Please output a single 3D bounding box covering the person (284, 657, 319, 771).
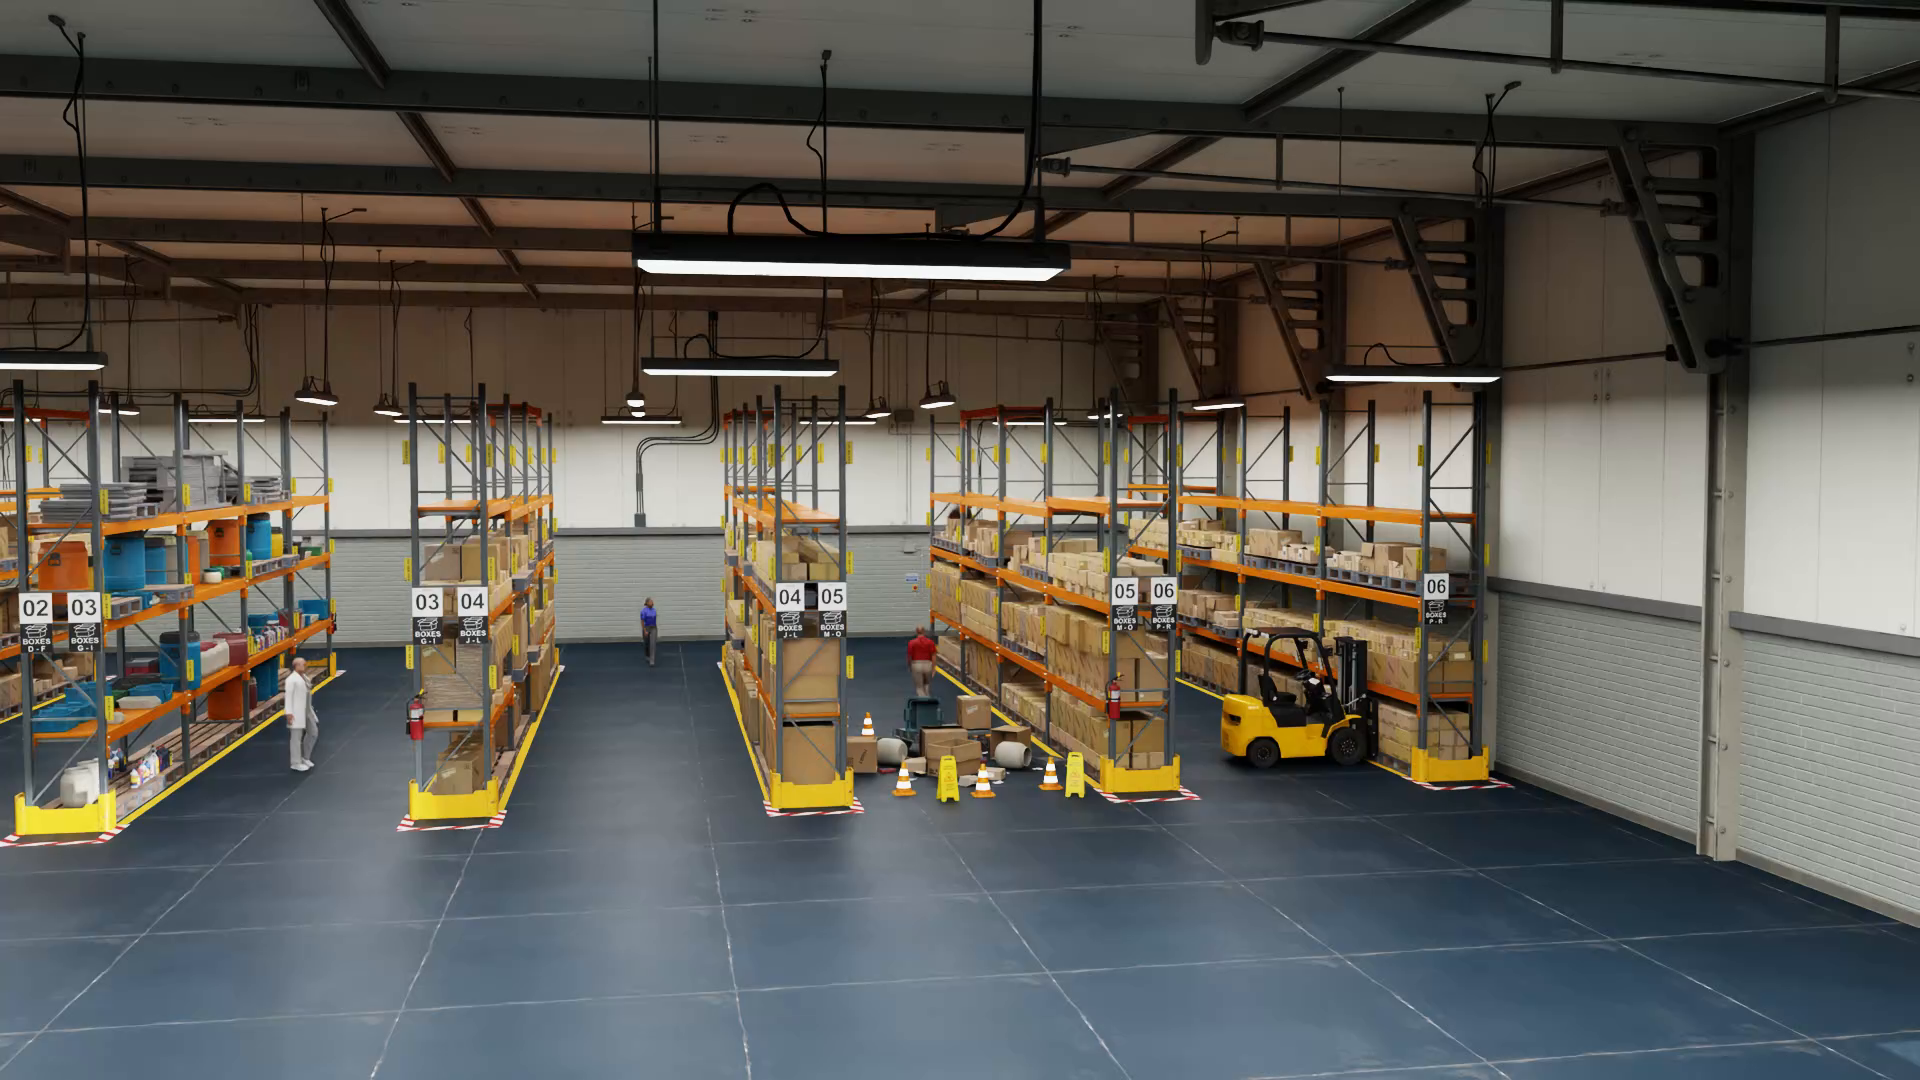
[{"bbox_3d":[-10.560,2.784,26.591,0.475,1.812,0.685,1,3,12],"label":"person"}]

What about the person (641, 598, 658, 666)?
[{"bbox_3d":[-7.429,2.180,39.810,0.404,1.610,0.928,0,3,-6],"label":"person"}]

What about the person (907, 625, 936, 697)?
[{"bbox_3d":[-0.766,2.521,32.083,0.529,1.764,0.686,-1,3,-21],"label":"person"}]
